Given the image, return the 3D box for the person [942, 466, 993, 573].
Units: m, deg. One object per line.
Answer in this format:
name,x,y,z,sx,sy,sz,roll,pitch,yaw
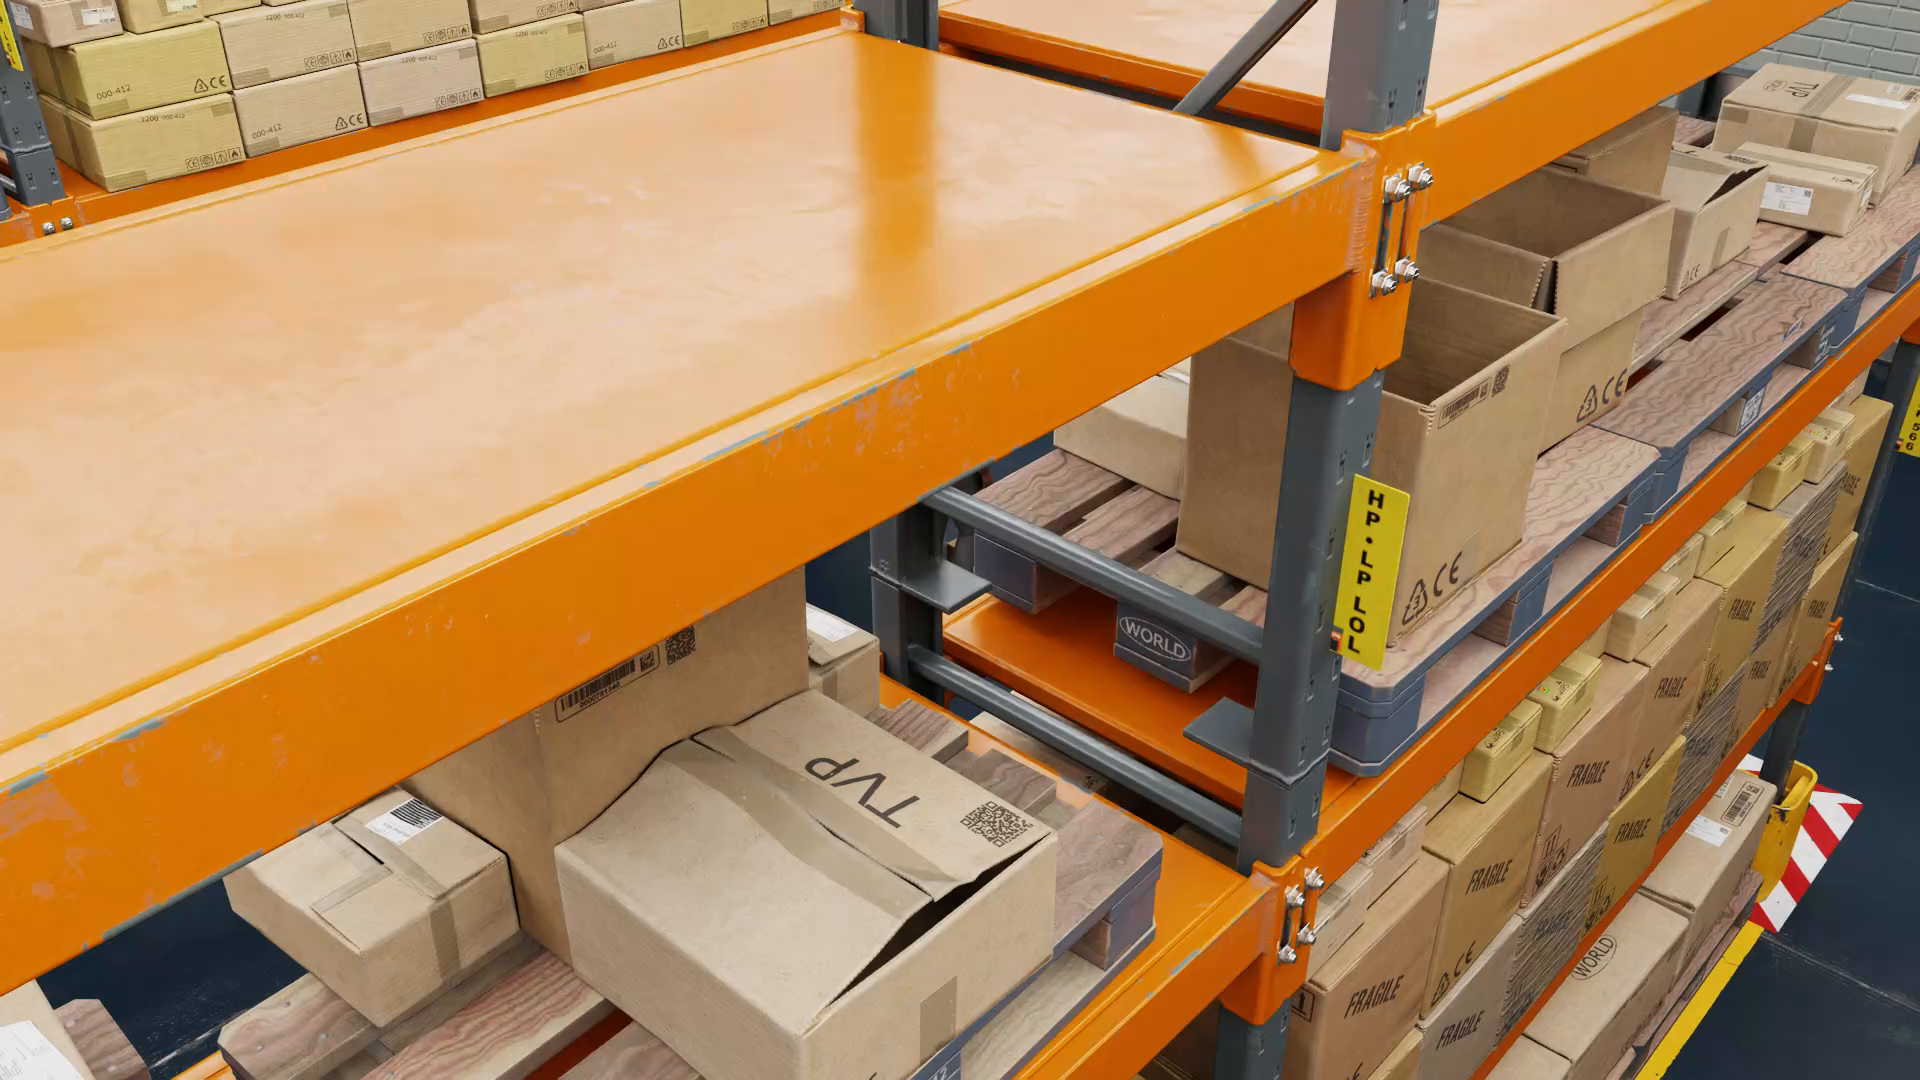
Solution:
person,-0.050,-0.381,8.261,0.531,1.654,0.351,23,38,32
